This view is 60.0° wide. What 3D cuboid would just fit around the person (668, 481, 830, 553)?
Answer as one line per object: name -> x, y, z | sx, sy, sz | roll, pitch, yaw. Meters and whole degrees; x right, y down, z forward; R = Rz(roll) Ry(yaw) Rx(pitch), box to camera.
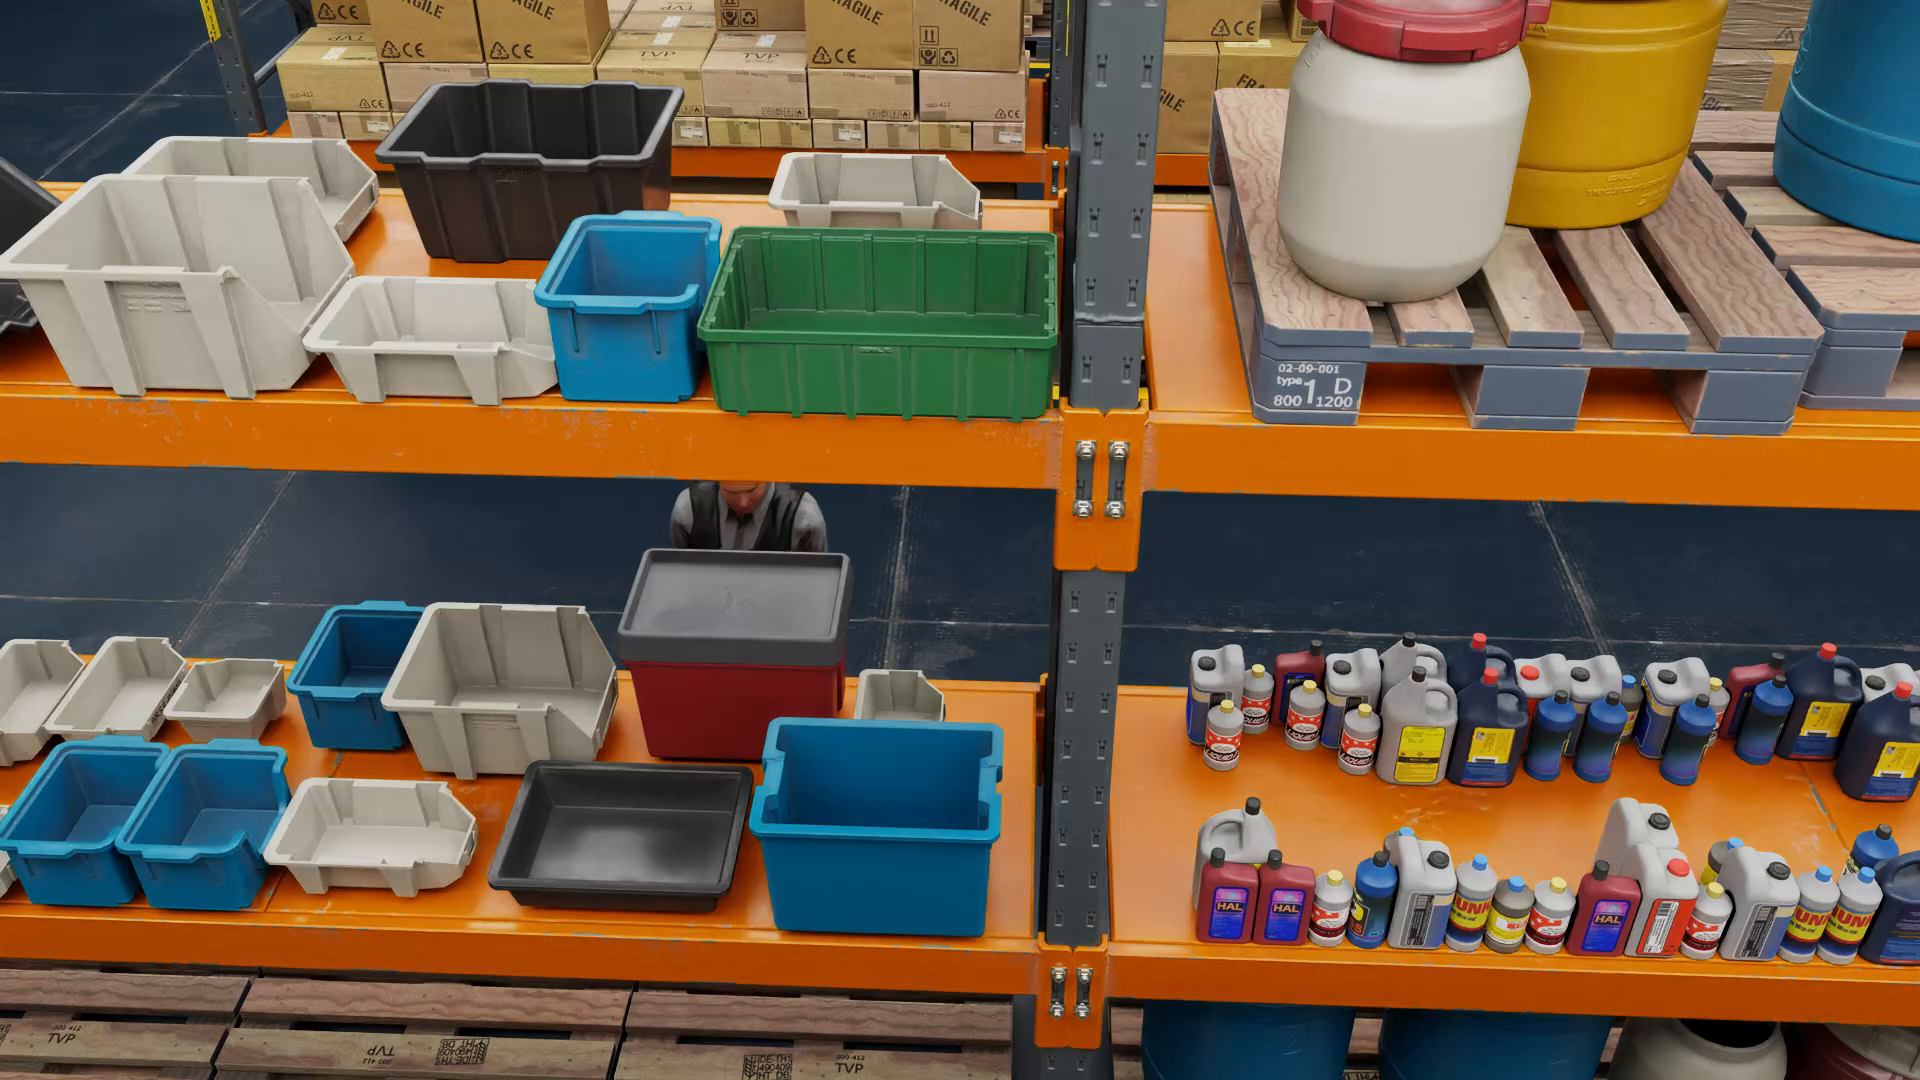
person -> -0.683, 0.387, 5.687 | 0.563, 1.658, 0.453 | 2, 36, 3
